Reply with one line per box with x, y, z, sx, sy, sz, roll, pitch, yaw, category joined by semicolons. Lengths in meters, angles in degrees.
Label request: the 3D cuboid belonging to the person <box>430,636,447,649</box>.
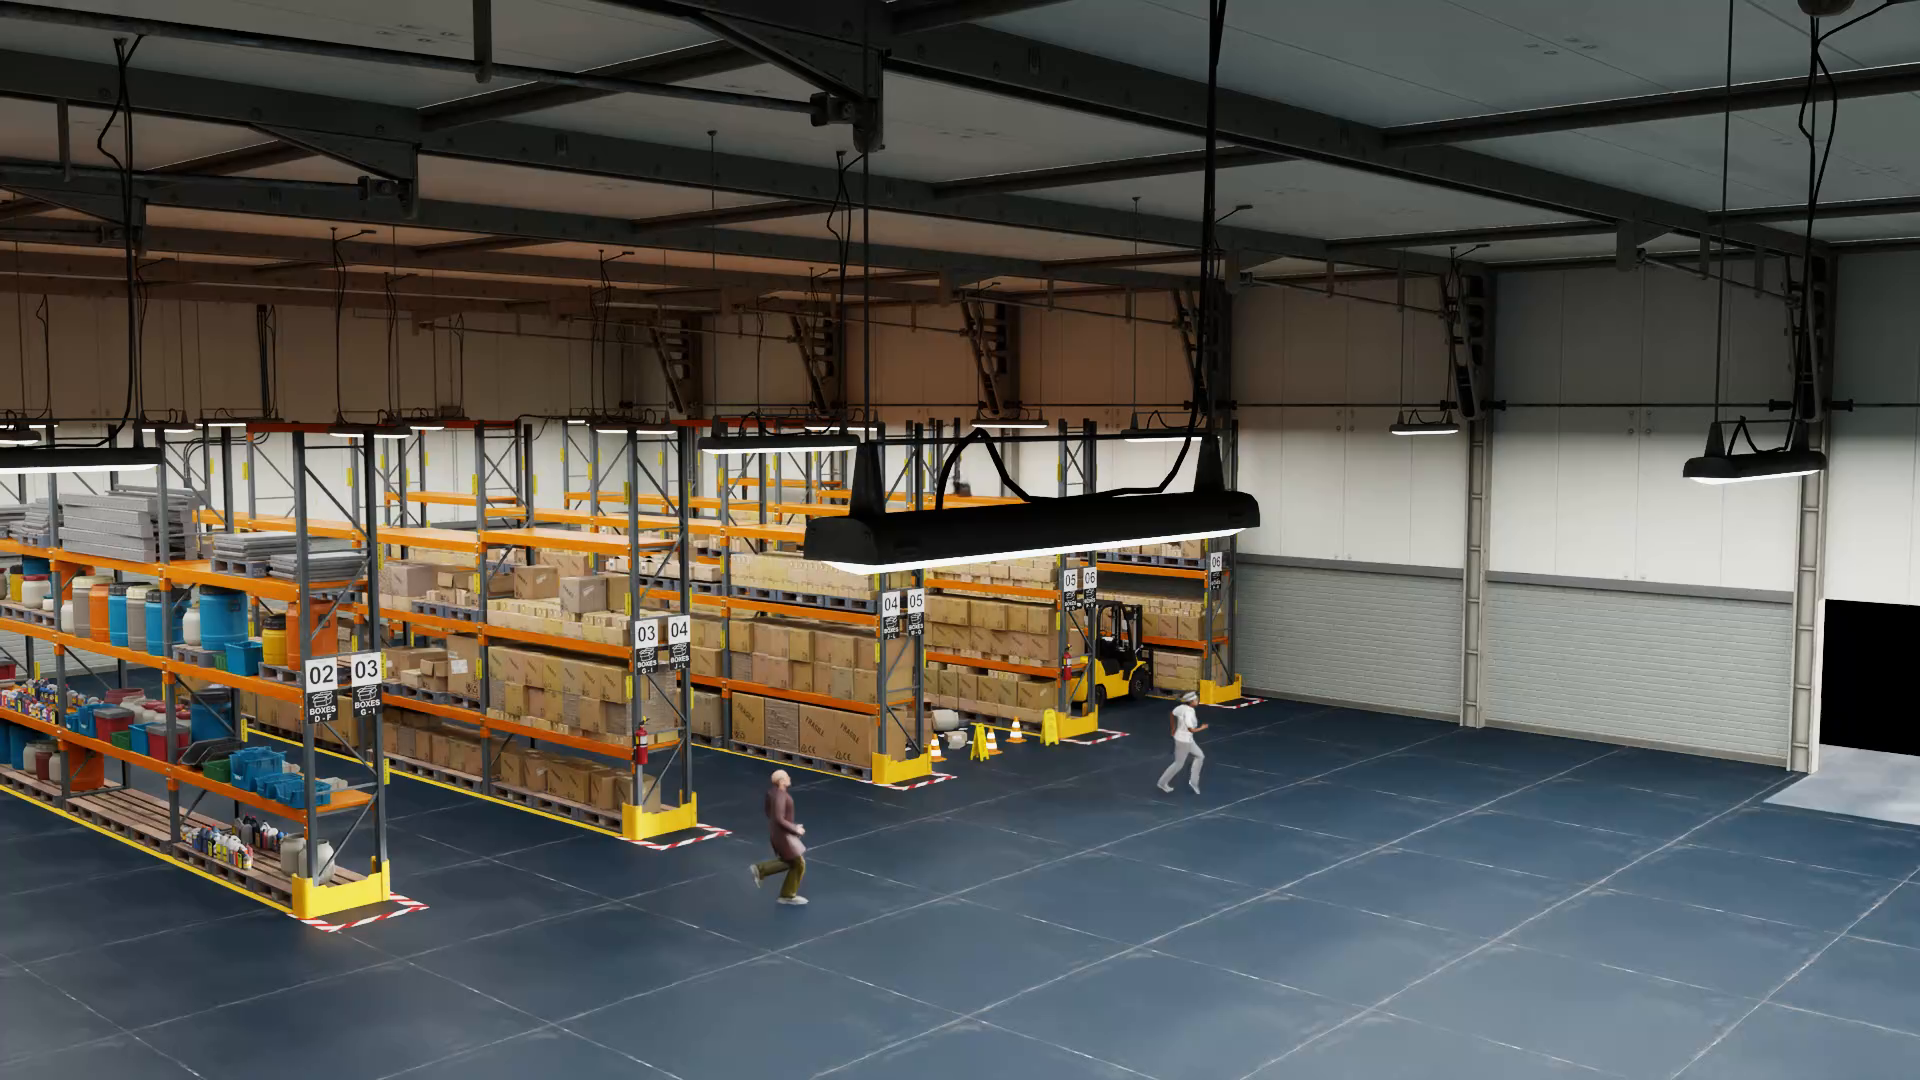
-12.619;2.213;40.301;0.678;1.739;0.732;1;5;12;person

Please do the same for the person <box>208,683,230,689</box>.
-13.060;3.130;29.453;0.730;1.685;0.590;3;6;36;person

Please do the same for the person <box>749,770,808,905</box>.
-2.290;3.762;21.001;0.711;1.734;0.741;-2;5;-21;person

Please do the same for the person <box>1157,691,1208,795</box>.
3.610;3.295;26.968;0.831;1.721;0.599;0;5;2;person
